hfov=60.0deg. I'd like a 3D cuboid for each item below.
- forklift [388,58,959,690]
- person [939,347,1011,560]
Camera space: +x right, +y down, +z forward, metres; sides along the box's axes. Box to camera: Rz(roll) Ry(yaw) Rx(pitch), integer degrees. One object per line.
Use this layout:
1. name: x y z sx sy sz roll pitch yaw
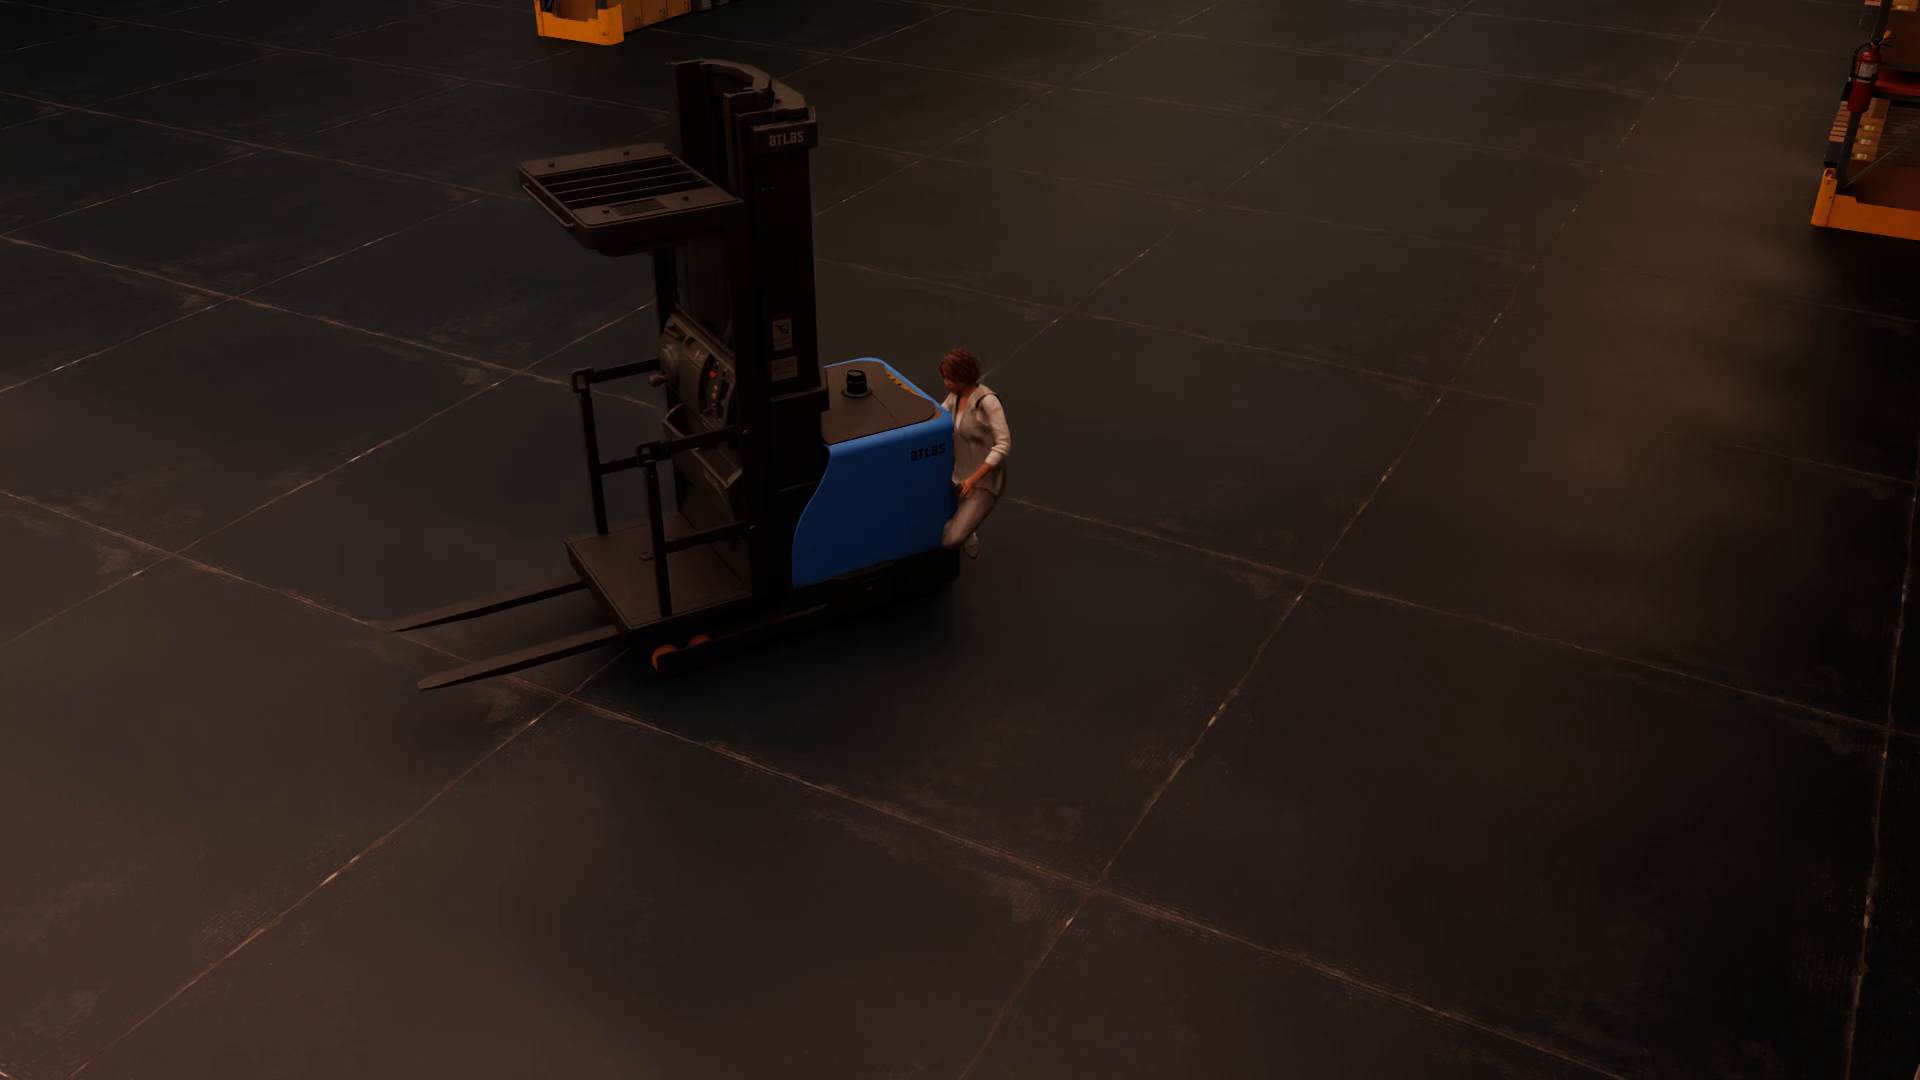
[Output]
1. forklift: -1.540 -0.853 8.549 3.031 2.935 1.130 -16 34 -25
2. person: -0.116 -0.336 9.144 0.662 1.425 0.694 -22 36 -33
